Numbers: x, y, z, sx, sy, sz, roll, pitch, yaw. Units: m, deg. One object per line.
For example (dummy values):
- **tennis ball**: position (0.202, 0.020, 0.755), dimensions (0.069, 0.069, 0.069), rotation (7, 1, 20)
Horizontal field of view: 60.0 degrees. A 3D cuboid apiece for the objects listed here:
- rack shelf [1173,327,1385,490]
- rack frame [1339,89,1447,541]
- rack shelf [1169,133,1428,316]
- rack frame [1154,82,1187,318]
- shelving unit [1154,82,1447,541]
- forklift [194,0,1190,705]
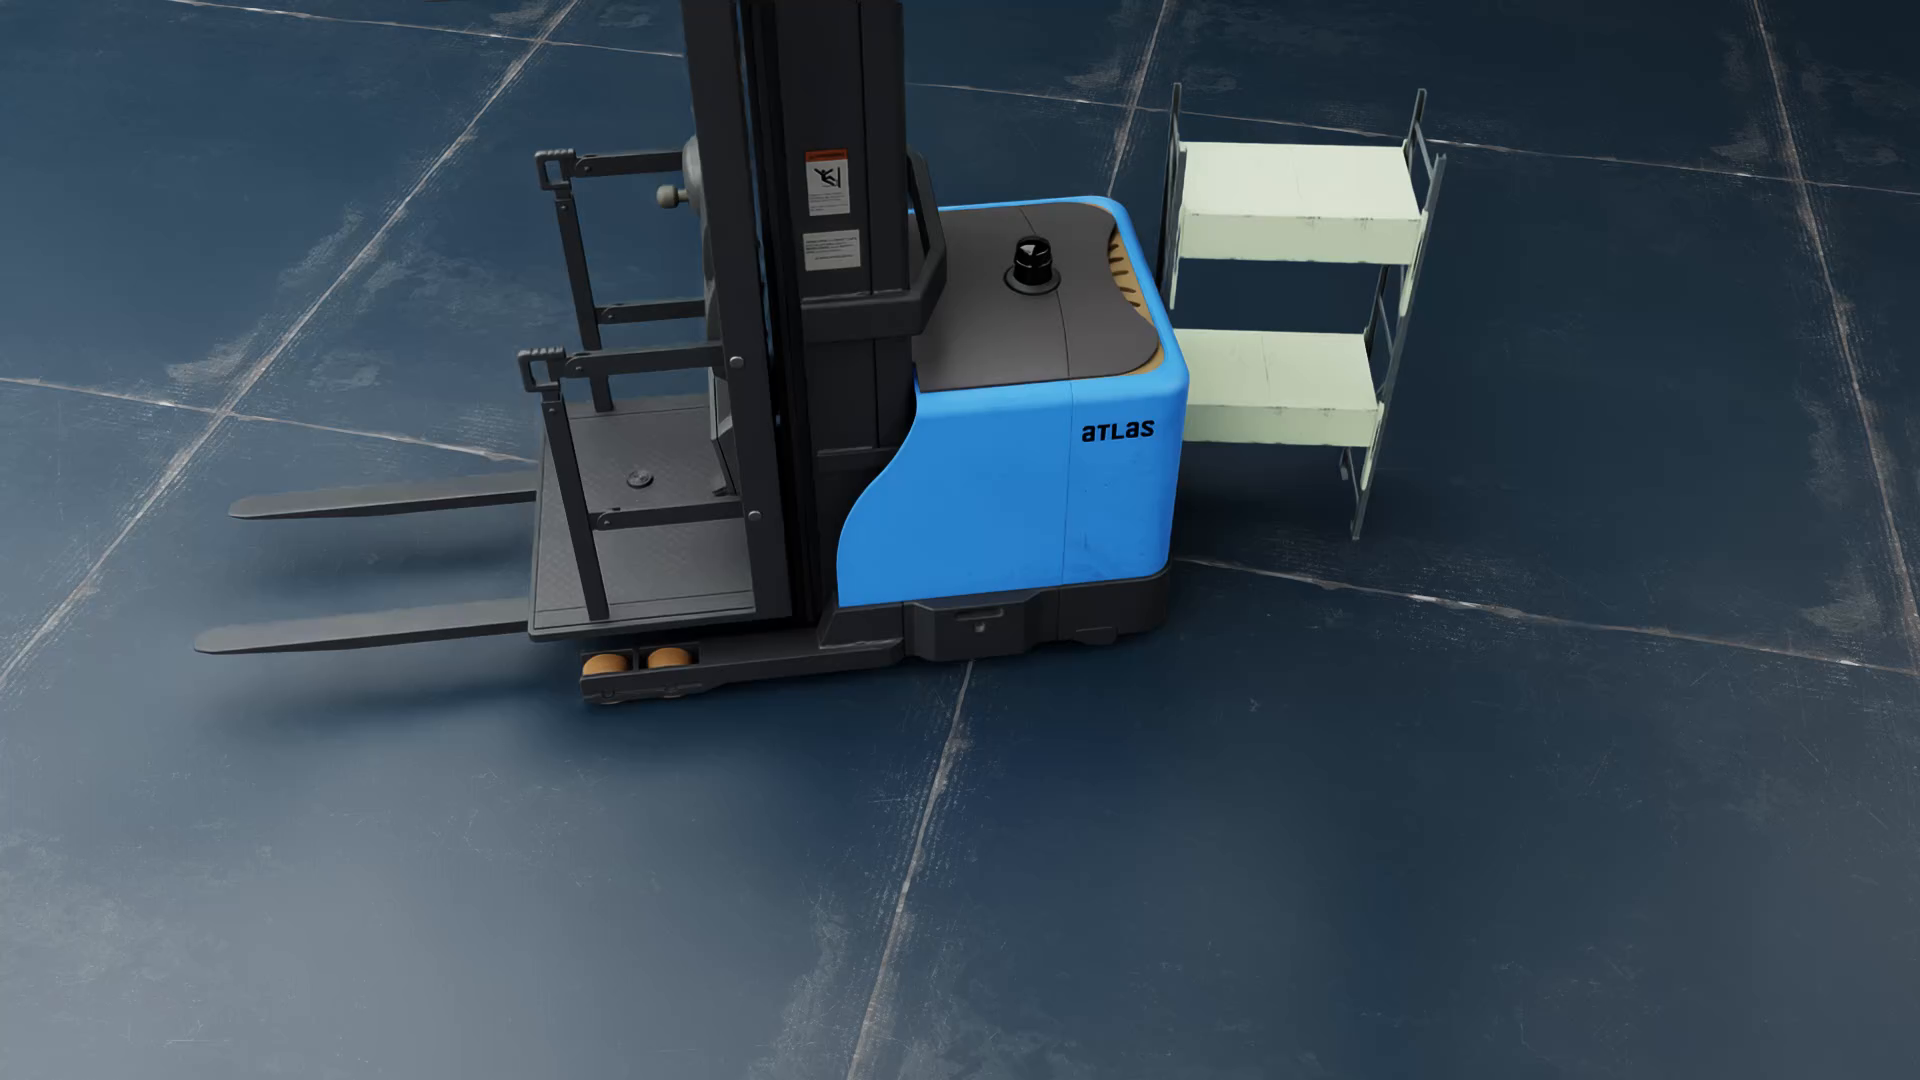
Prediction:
- **rack shelf**: position (1.012, -0.455, 5.612), dimensions (0.720, 0.370, 0.431), rotation (2, 44, 2)
- **rack frame**: position (1.377, -0.677, 5.372), dimensions (0.023, 1.500, 0.400), rotation (2, 44, 2)
- **rack shelf**: position (1.012, -0.971, 5.115), dimensions (0.720, 0.370, 0.431), rotation (2, 44, 2)
- **rack frame**: position (0.646, -0.703, 5.399), dimensions (0.023, 1.500, 0.400), rotation (2, 44, 2)
- **shelving unit**: position (1.012, -0.690, 5.386), dimensions (0.755, 1.500, 0.431), rotation (2, 44, 2)
- **forklift**: position (-0.889, -0.933, 4.606), dimensions (3.031, 2.935, 1.130), rotation (-6, 44, -6)
